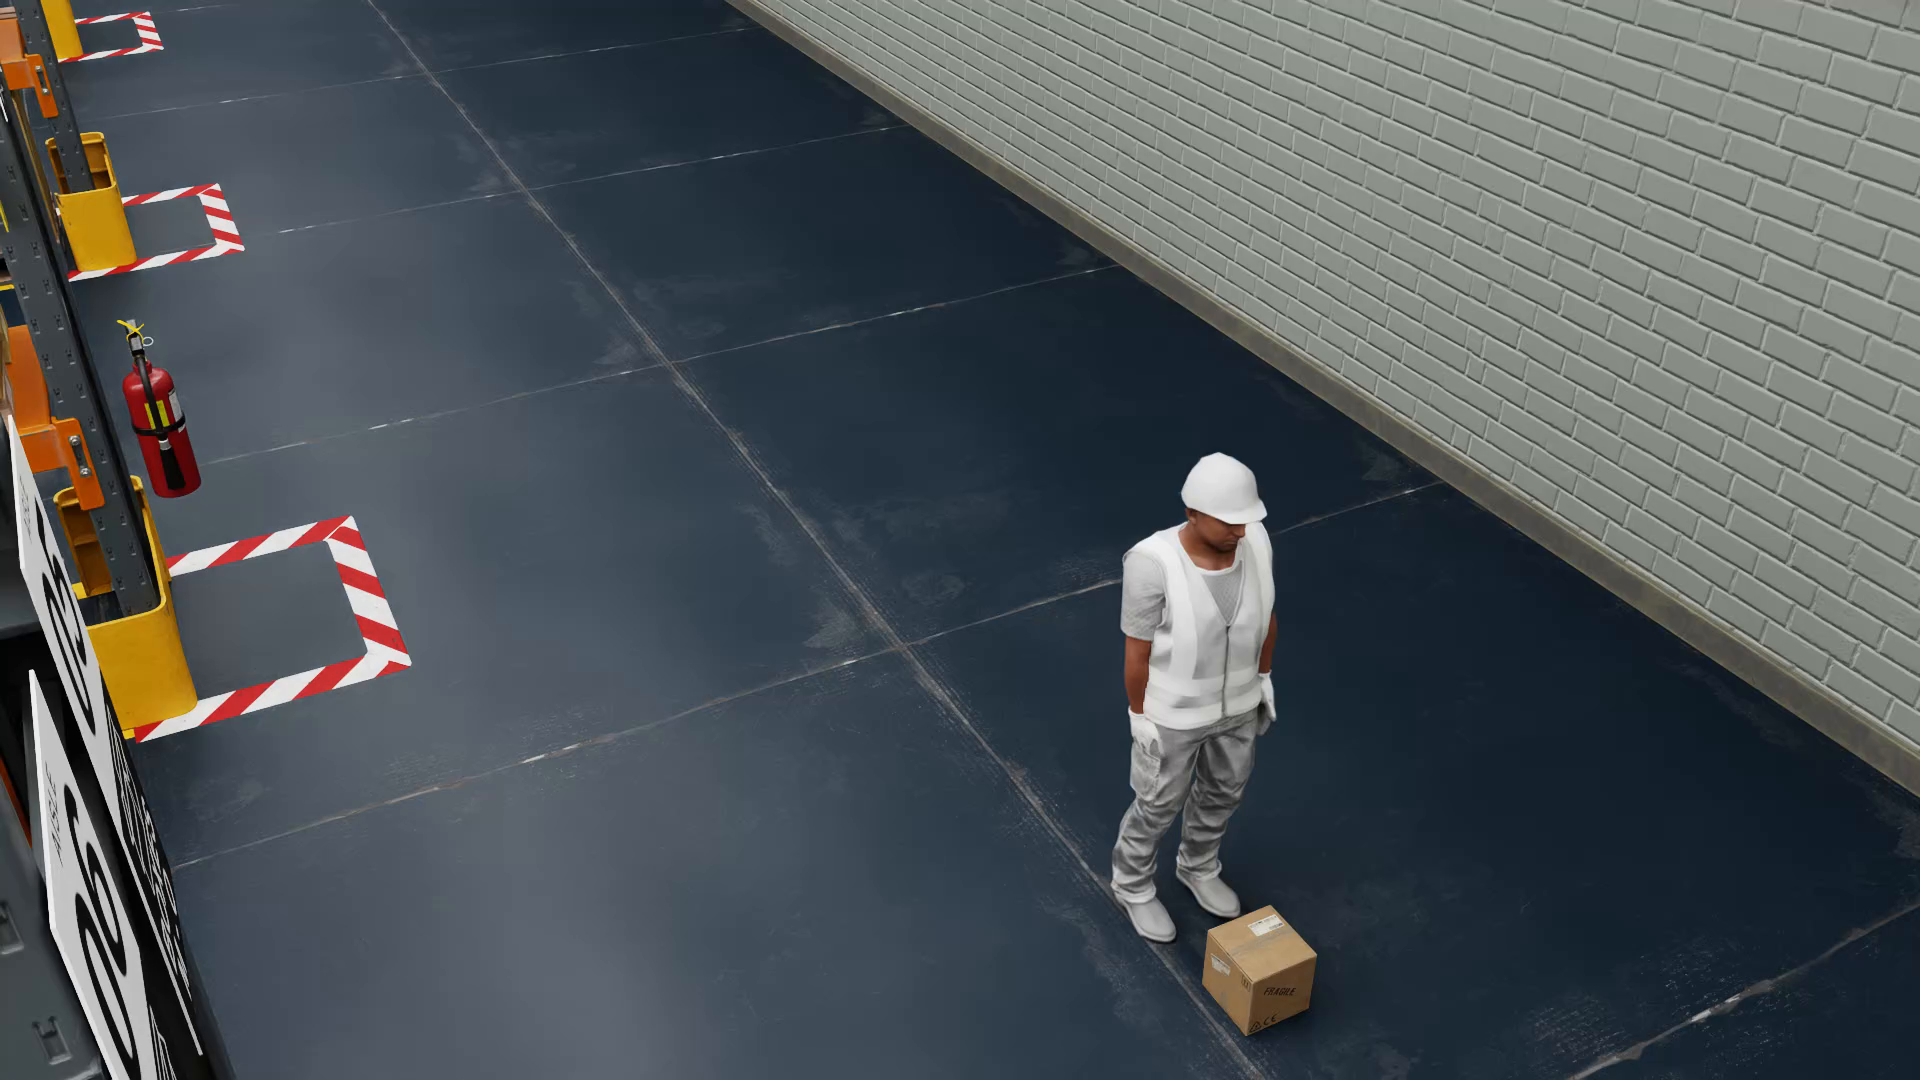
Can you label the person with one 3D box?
[{"bbox_3d":[0.762,0.207,5.142,0.543,1.061,0.348,-15,36,-22],"label":"person"}]
